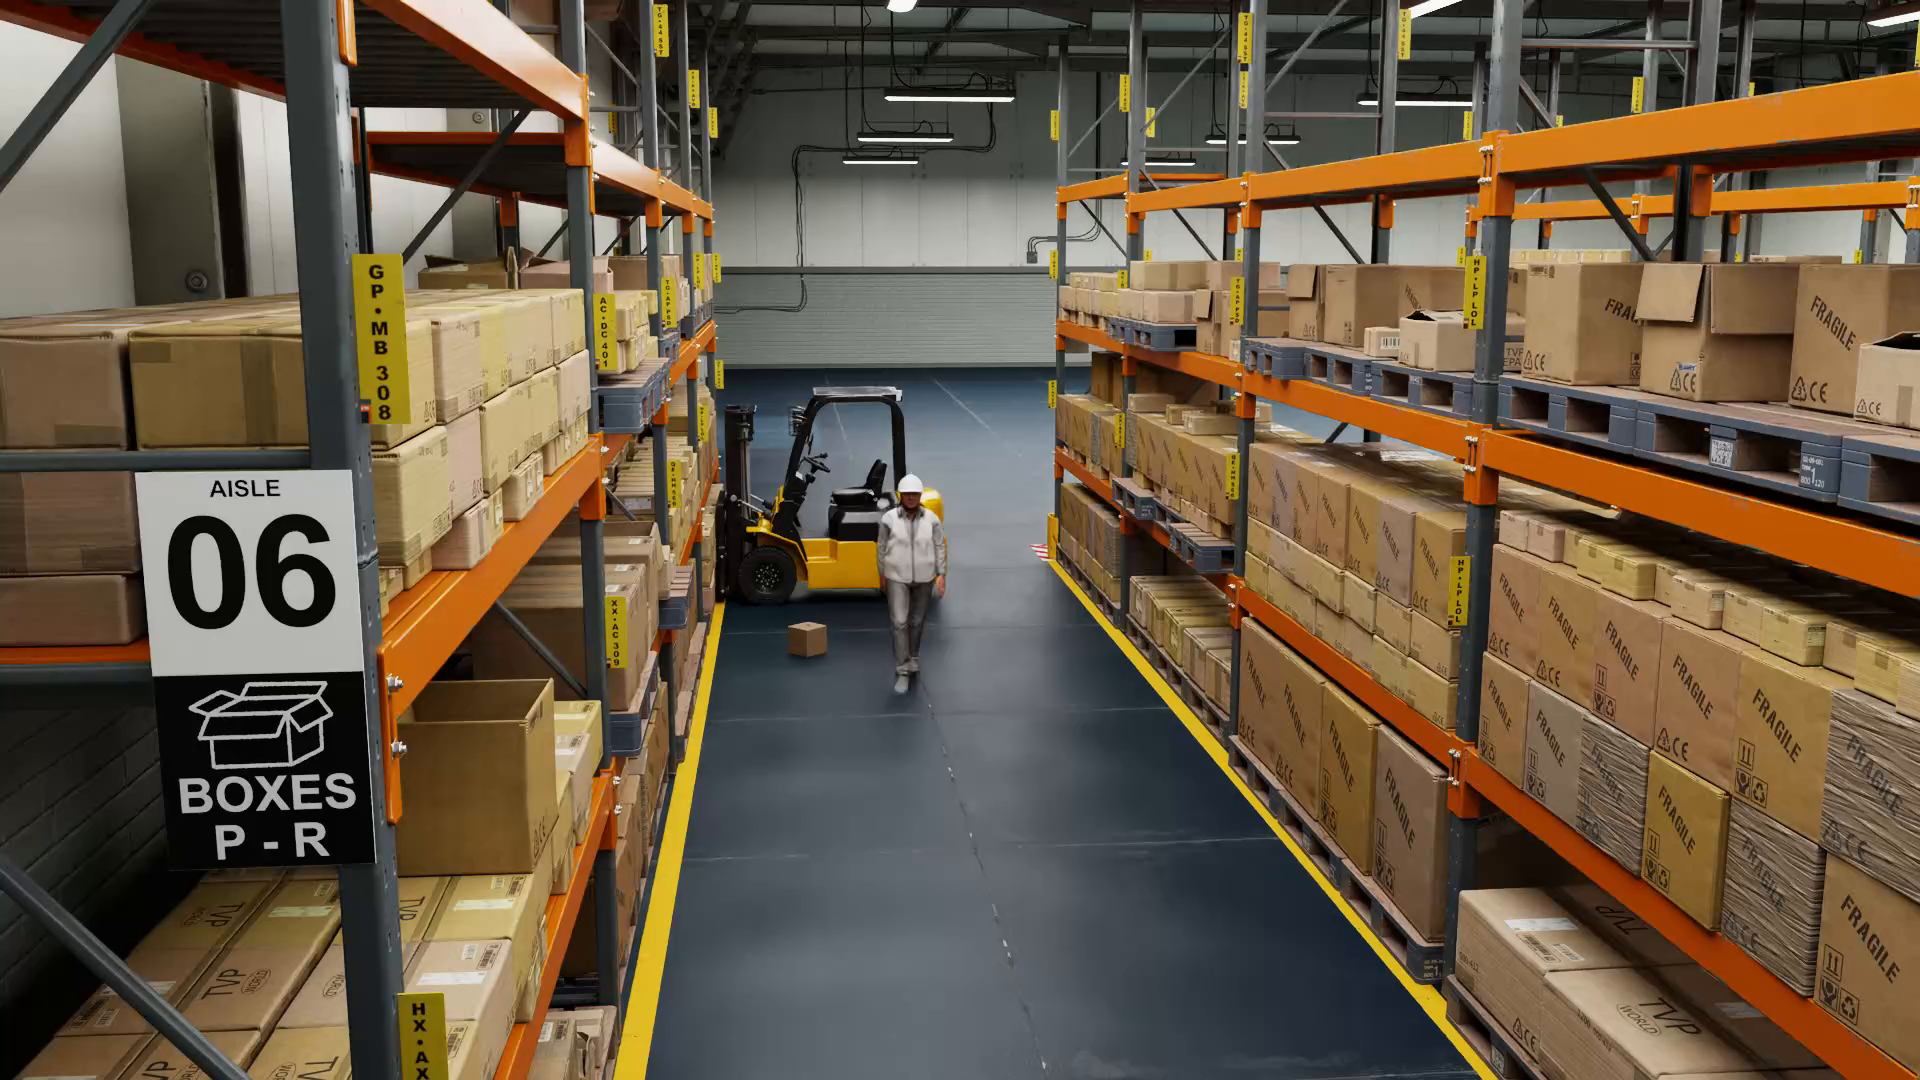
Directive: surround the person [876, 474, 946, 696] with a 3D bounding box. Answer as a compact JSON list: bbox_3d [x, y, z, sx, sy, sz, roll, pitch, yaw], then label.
[{"bbox_3d":[-0.394,0.331,13.930,0.566,1.769,0.871,-2,10,-12],"label":"person"}]
